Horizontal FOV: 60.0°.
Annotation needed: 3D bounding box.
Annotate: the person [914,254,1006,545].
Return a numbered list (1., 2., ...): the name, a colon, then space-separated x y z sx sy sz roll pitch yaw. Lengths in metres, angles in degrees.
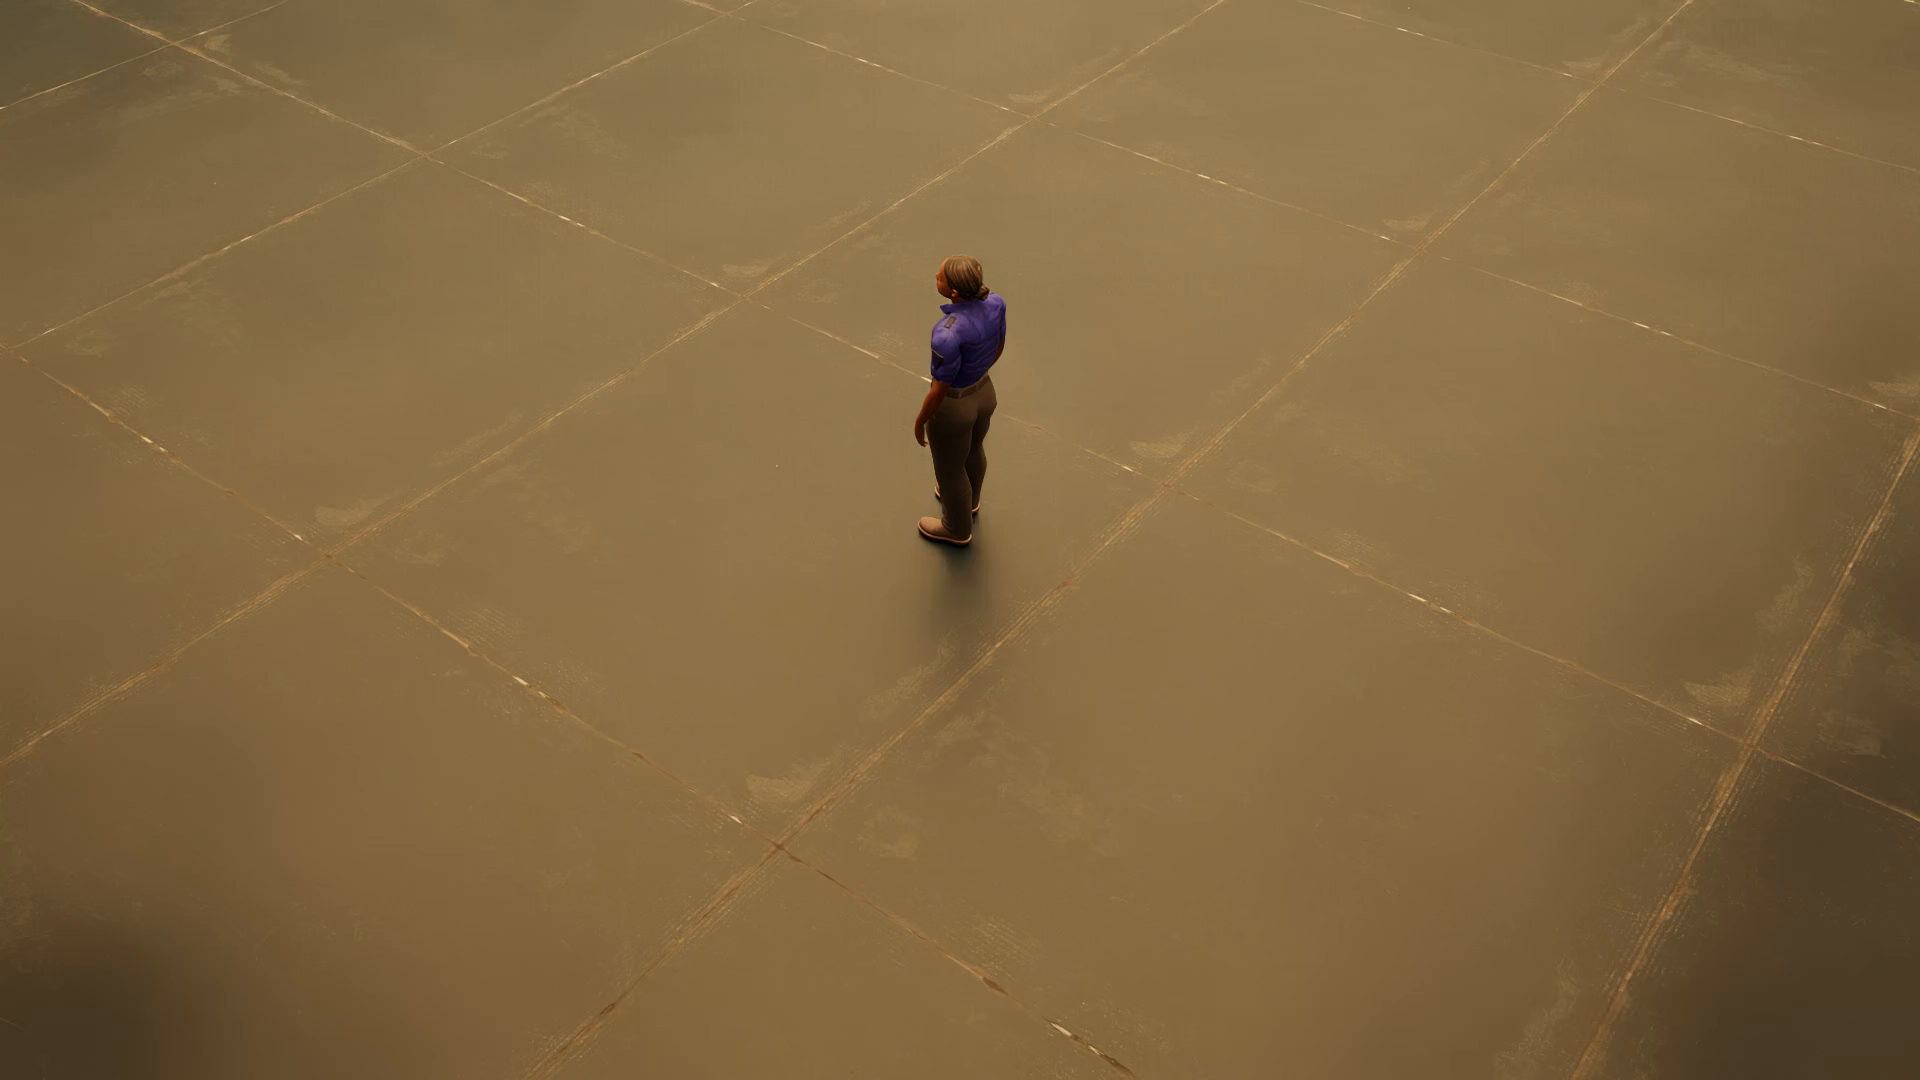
1. person: -0.057 -0.680 7.844 0.504 1.654 0.569 26 47 28
